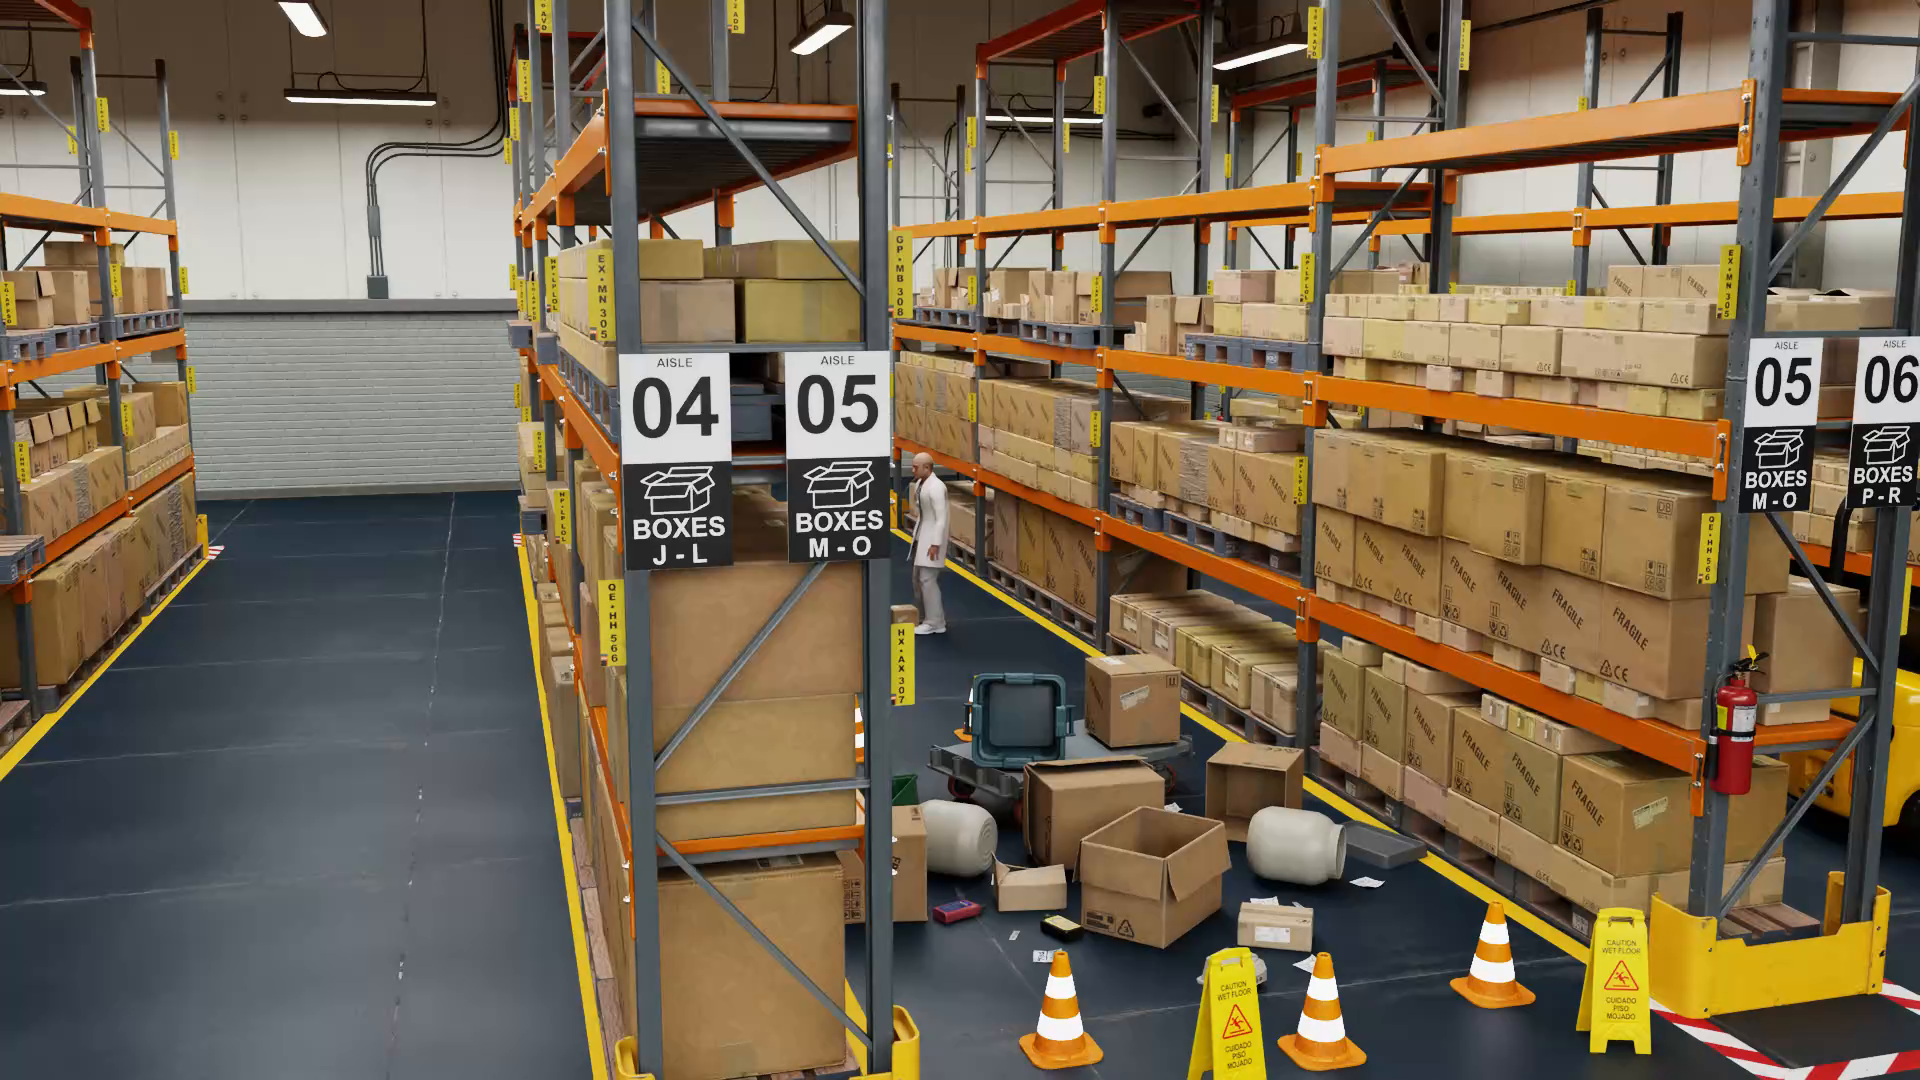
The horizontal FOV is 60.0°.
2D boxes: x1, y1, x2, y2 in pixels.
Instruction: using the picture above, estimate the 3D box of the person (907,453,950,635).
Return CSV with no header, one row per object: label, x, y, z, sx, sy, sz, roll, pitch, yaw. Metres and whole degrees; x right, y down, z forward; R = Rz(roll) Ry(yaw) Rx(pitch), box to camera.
person,-0.319,0.022,16.283,0.429,1.772,0.643,-3,10,-19
